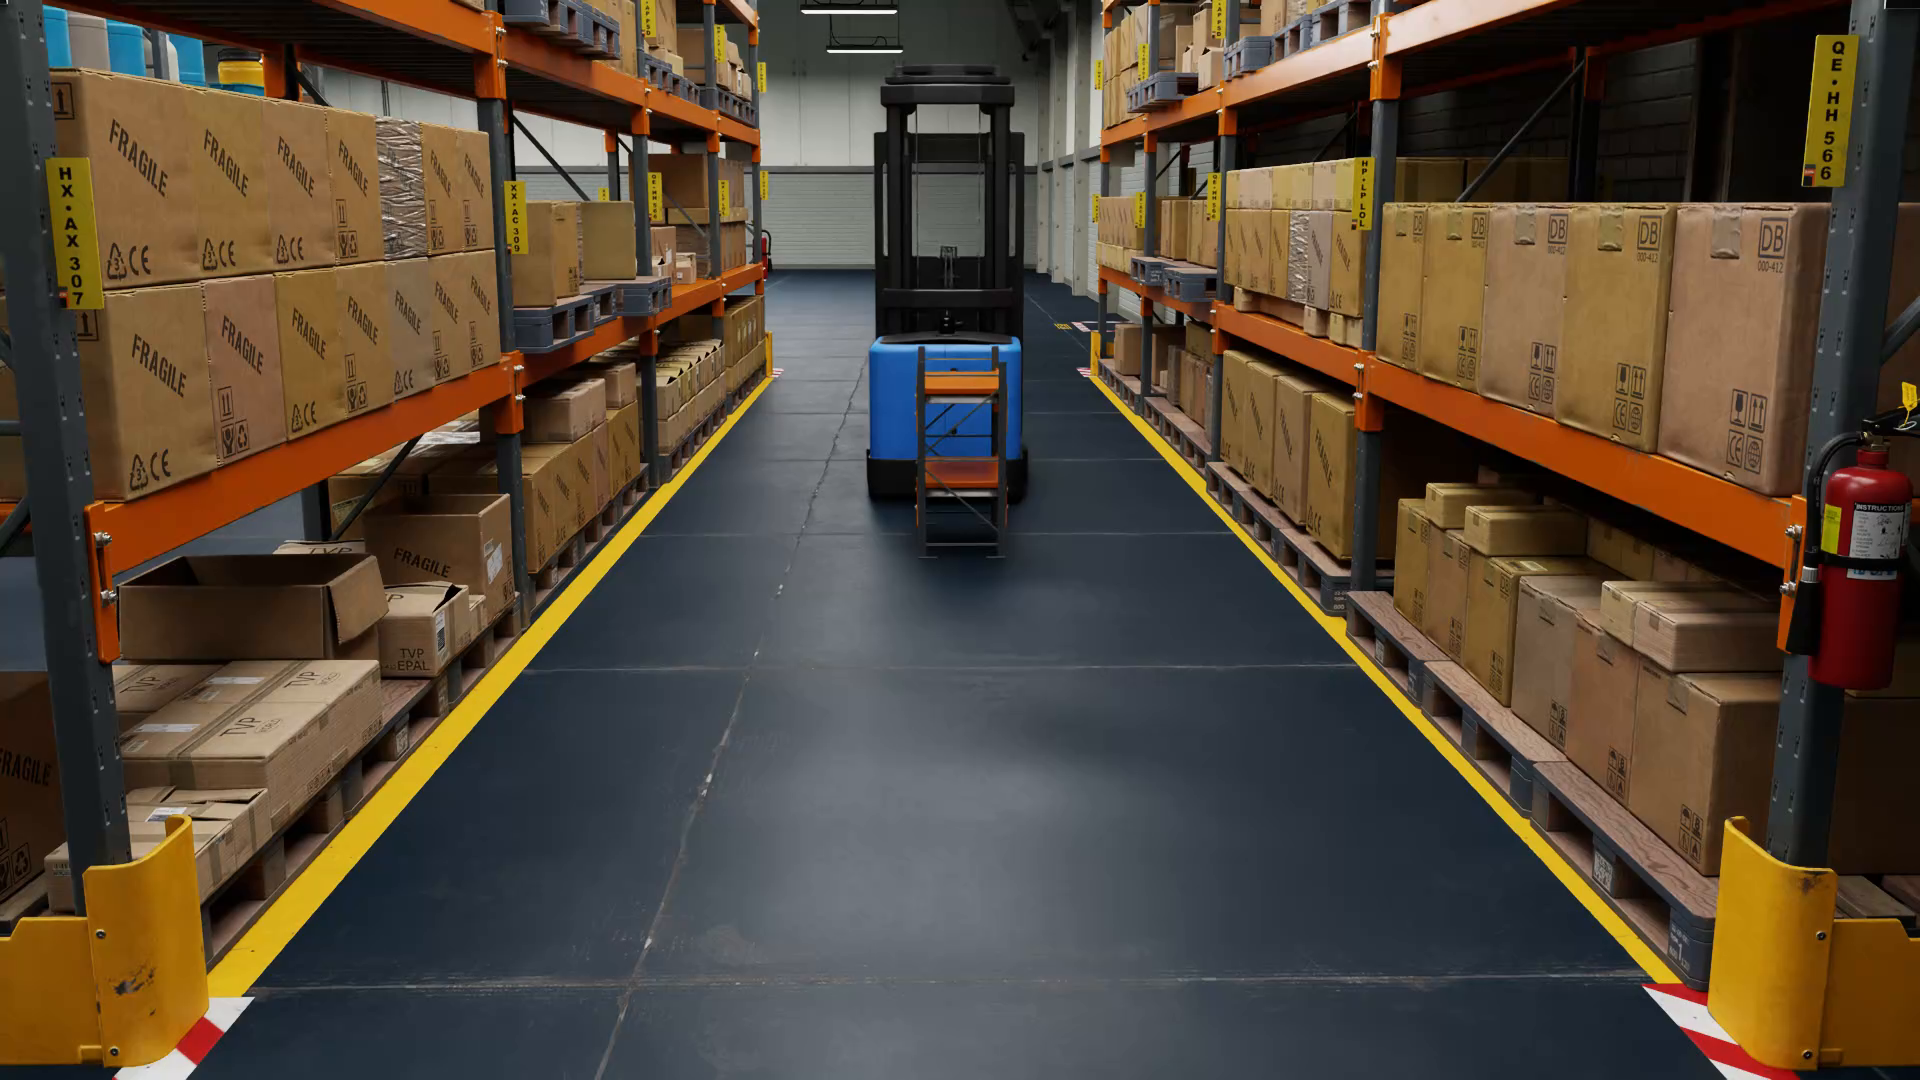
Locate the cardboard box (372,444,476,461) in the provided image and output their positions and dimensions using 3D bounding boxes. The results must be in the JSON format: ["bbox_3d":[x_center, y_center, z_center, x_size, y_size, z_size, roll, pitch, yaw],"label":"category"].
[{"bbox_3d":[-2.863,-0.223,8.797,0.500,0.500,0.500,0,11,-1],"label":"cardboard box"}]

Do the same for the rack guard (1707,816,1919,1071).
[{"bbox_3d":[2.472,0.966,4.039,1.175,0.500,0.348,0,11,-1],"label":"rack guard"}]

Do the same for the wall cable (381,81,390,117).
[{"bbox_3d":[-18.340,-14.376,49.736,2.305,6.003,0.169,0,11,-1],"label":"wall cable"}]

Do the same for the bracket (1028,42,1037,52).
[{"bbox_3d":[2.054,-13.892,46.850,0.235,0.232,0.430,0,11,-1],"label":"bracket"}]

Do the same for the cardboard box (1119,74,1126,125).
[{"bbox_3d":[1.920,-4.589,17.288,0.500,0.500,0.500,0,11,2],"label":"cardboard box"}]

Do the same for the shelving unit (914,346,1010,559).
[{"bbox_3d":[0.000,-0.550,9.941,0.538,1.125,1.048,0,11,-1],"label":"shelving unit"}]

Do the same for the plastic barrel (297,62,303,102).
[{"bbox_3d":[-7.627,-5.194,18.435,0.600,0.830,0.708,0,11,-1],"label":"plastic barrel"}]

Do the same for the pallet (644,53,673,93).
[{"bbox_3d":[-2.750,-3.345,11.933,1.213,0.211,1.003,0,11,1],"label":"pallet"}]

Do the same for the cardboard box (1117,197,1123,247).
[{"bbox_3d":[1.889,-3.245,16.950,0.500,0.500,0.500,-1,11,-3],"label":"cardboard box"}]

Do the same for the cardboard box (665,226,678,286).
[{"bbox_3d":[-2.719,-2.419,14.189,0.500,0.500,0.500,1,11,3],"label":"cardboard box"}]

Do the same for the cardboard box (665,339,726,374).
[{"bbox_3d":[-2.434,-1.682,15.253,0.500,0.311,0.500,0,11,-1],"label":"cardboard box"}]

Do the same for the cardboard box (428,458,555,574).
[{"bbox_3d":[-2.330,-0.125,8.313,0.500,0.500,0.500,-1,11,-4],"label":"cardboard box"}]

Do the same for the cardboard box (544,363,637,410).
[{"bbox_3d":[-2.387,-0.995,10.712,0.500,0.250,0.500,0,11,1],"label":"cardboard box"}]

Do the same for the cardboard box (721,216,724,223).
[{"bbox_3d":[-2.563,-3.252,16.662,0.380,0.149,0.250,-1,11,-3],"label":"cardboard box"}]

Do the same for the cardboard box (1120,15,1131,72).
[{"bbox_3d":[1.899,-4.979,16.696,0.500,0.500,0.500,-1,11,-3],"label":"cardboard box"}]

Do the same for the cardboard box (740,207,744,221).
[{"bbox_3d":[-2.601,-3.612,18.436,0.380,0.149,0.250,0,11,-2],"label":"cardboard box"}]

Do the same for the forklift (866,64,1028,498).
[{"bbox_3d":[-0.072,-1.970,12.396,1.130,2.935,3.031,0,11,1],"label":"forklift"}]

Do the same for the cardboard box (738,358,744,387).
[{"bbox_3d":[-2.441,-1.679,16.650,0.500,0.250,0.500,0,11,-1],"label":"cardboard box"}]

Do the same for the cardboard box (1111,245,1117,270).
[{"bbox_3d":[1.871,-2.977,17.517,0.500,0.250,0.500,0,11,-1],"label":"cardboard box"}]

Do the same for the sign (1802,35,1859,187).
[{"bbox_3d":[1.928,-0.948,3.678,0.100,0.325,0.005,0,11,-1],"label":"sign"}]

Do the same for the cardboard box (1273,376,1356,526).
[{"bbox_3d":[2.224,-0.516,9.411,0.750,0.750,0.750,0,11,1],"label":"cardboard box"}]

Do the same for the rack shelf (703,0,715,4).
[{"bbox_3d":[-2.688,-4.622,13.023,1.077,0.370,4.000,0,11,-1],"label":"rack shelf"}]

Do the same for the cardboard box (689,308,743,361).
[{"bbox_3d":[-2.444,-2.047,16.576,0.500,0.500,0.500,0,11,-1],"label":"cardboard box"}]

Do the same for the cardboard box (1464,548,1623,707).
[{"bbox_3d":[2.317,0.311,6.210,0.700,0.500,0.500,0,11,0],"label":"cardboard box"}]

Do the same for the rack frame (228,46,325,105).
[{"bbox_3d":[-7.764,-6.344,18.694,1.000,3.000,0.127,0,11,-1],"label":"rack frame"}]

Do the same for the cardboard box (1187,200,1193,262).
[{"bbox_3d":[2.249,-2.570,13.827,0.700,0.500,0.500,1,12,7],"label":"cardboard box"}]

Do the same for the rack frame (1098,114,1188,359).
[{"bbox_3d":[2.141,-3.444,19.492,1.000,3.000,0.127,0,11,-1],"label":"rack frame"}]

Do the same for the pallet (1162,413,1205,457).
[{"bbox_3d":[2.269,-0.885,13.888,1.003,0.211,1.213,0,11,-1],"label":"pallet"}]

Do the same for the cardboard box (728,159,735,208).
[{"bbox_3d":[-2.787,-3.800,17.730,0.700,0.500,0.500,0,11,-1],"label":"cardboard box"}]

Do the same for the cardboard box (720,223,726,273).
[{"bbox_3d":[-2.769,-2.970,16.901,0.700,0.500,0.500,0,11,0],"label":"cardboard box"}]

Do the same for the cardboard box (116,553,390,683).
[{"bbox_3d":[-2.520,0.344,5.993,0.797,0.503,0.637,0,11,-1],"label":"cardboard box"}]

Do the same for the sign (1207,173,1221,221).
[{"bbox_3d":[1.764,-2.378,11.525,0.100,0.325,0.005,0,11,-1],"label":"sign"}]

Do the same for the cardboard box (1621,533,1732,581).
[{"bbox_3d":[2.531,0.071,5.764,0.380,0.149,0.250,0,11,-1],"label":"cardboard box"}]

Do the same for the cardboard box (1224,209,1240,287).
[{"bbox_3d":[2.060,-1.961,11.130,0.500,0.500,0.500,0,11,1],"label":"cardboard box"}]

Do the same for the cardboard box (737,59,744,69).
[{"bbox_3d":[-2.804,-5.104,18.460,0.797,0.503,0.637,1,11,3],"label":"cardboard box"}]

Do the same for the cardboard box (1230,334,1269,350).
[{"bbox_3d":[2.290,-1.468,13.047,0.500,0.250,0.500,0,11,0],"label":"cardboard box"}]

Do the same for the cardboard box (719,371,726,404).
[{"bbox_3d":[-2.431,-1.405,15.299,0.500,0.250,0.500,0,11,-2],"label":"cardboard box"}]

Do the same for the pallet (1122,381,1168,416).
[{"bbox_3d":[2.174,-1.416,16.507,1.003,0.211,1.213,0,11,-1],"label":"pallet"}]

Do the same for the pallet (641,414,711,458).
[{"bbox_3d":[-2.647,-0.872,13.826,1.003,0.211,1.213,0,11,-1],"label":"pallet"}]

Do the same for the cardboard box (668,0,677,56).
[{"bbox_3d":[-2.756,-4.475,14.463,0.500,0.500,0.500,0,11,0],"label":"cardboard box"}]

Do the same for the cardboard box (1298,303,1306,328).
[{"bbox_3d":[2.116,-1.264,9.328,0.380,0.149,0.250,-1,11,-3],"label":"cardboard box"}]

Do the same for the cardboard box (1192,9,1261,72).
[{"bbox_3d":[2.180,-4.020,13.477,0.500,0.500,0.500,-1,11,-3],"label":"cardboard box"}]

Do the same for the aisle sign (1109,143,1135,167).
[{"bbox_3d":[1.839,-4.731,19.297,0.394,0.787,0.004,0,11,-1],"label":"aisle sign"}]

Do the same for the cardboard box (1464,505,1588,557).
[{"bbox_3d":[2.137,-0.036,6.290,0.380,0.149,0.250,-1,11,-3],"label":"cardboard box"}]

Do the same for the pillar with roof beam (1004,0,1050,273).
[{"bbox_3d":[-1.904,-12.194,47.534,9.100,9.000,0.548,0,11,-1],"label":"pillar with roof beam"}]

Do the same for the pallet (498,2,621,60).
[{"bbox_3d":[-2.532,-2.752,9.007,1.213,0.211,1.003,0,11,-1],"label":"pallet"}]

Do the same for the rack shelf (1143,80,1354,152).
[{"bbox_3d":[2.265,-3.369,13.386,1.077,0.370,4.000,0,11,-1],"label":"rack shelf"}]

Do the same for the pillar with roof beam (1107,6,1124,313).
[{"bbox_3d":[-1.532,-8.616,29.897,9.100,9.000,0.400,0,11,-1],"label":"pillar with roof beam"}]

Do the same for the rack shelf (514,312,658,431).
[{"bbox_3d":[-2.605,-1.083,9.661,1.077,0.370,4.000,0,11,-1],"label":"rack shelf"}]

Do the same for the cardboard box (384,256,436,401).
[{"bbox_3d":[-2.272,-0.784,6.127,0.500,0.500,0.500,0,11,0],"label":"cardboard box"}]

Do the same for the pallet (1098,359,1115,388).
[{"bbox_3d":[2.124,-1.901,18.898,1.003,0.211,1.213,0,11,-1],"label":"pallet"}]

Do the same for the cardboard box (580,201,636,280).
[{"bbox_3d":[-2.521,-1.963,10.882,0.700,0.500,0.500,-4,12,-20],"label":"cardboard box"}]

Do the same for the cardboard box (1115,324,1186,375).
[{"bbox_3d":[2.042,-2.037,17.738,0.700,0.500,0.500,-1,12,-5],"label":"cardboard box"}]

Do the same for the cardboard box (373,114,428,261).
[{"bbox_3d":[-2.271,-1.275,6.034,0.500,0.500,0.500,0,11,-1],"label":"cardboard box"}]

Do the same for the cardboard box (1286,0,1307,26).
[{"bbox_3d":[2.437,-3.387,10.309,0.700,0.500,0.500,-1,12,-4],"label":"cardboard box"}]
